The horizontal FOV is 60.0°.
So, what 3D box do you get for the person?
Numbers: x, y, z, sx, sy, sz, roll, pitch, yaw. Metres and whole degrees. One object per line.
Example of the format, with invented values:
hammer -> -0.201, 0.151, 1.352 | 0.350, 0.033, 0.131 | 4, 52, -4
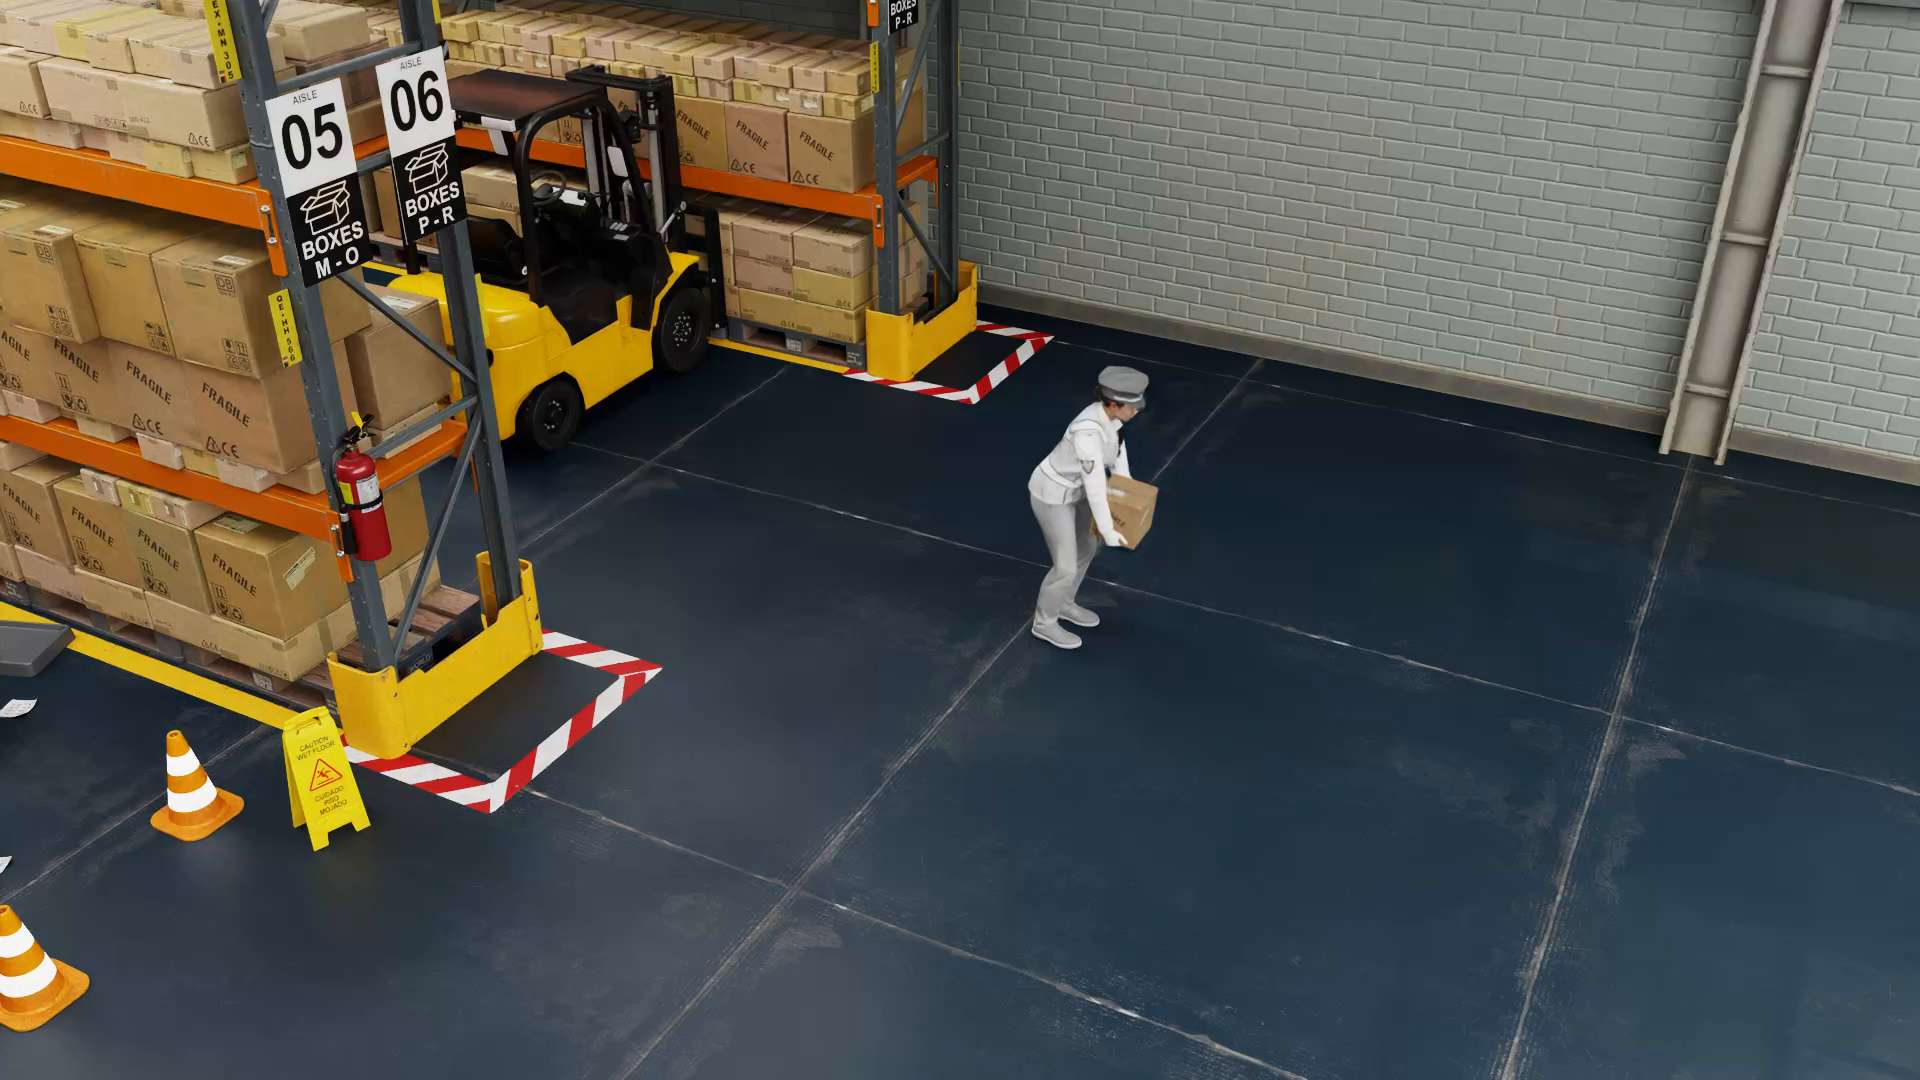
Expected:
person -> 0.657, -0.174, 8.681 | 0.589, 1.573, 0.412 | 14, 33, 22
